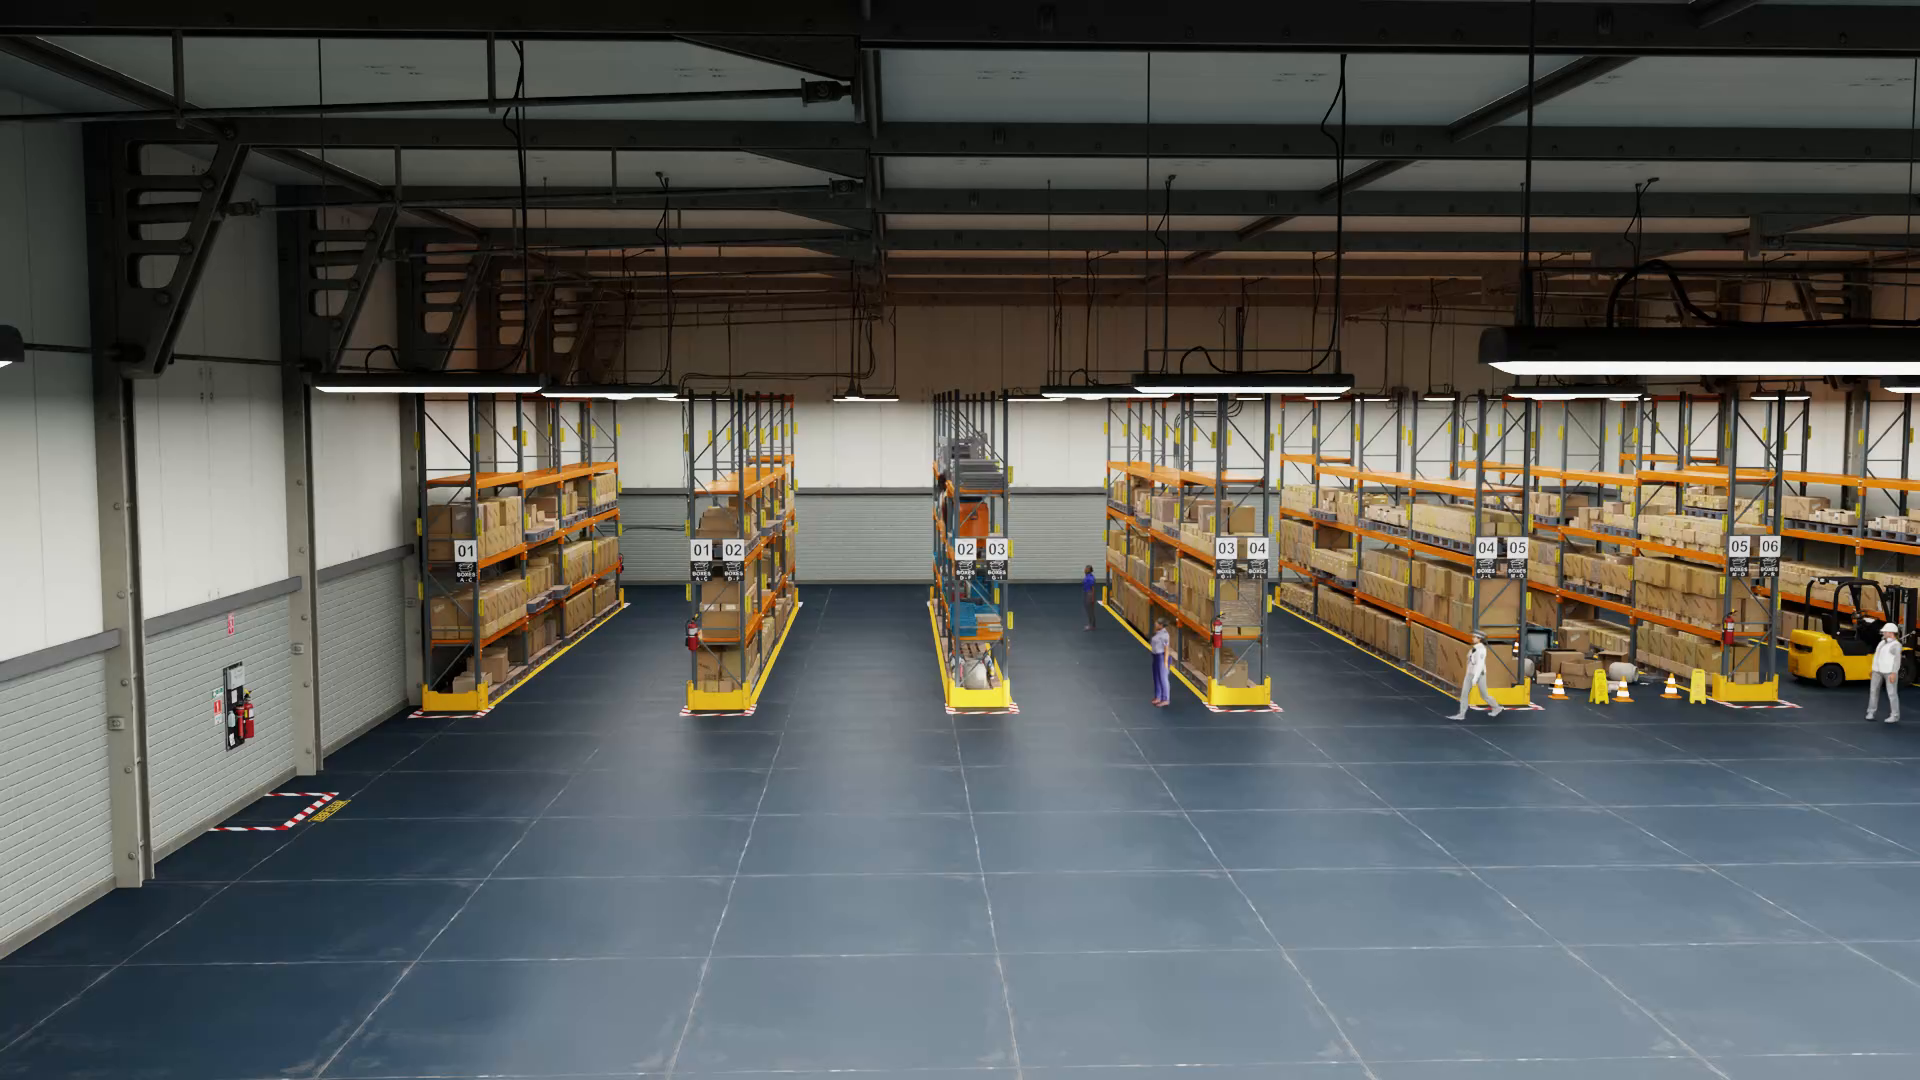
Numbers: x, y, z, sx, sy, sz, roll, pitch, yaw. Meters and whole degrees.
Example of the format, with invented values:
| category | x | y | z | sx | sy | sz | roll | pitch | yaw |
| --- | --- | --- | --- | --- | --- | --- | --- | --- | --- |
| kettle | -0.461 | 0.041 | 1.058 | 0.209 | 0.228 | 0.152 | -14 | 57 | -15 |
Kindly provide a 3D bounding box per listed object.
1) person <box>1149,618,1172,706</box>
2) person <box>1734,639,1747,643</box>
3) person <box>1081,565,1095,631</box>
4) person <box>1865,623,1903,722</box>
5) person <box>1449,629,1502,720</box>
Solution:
| category | x | y | z | sx | sy | sz | roll | pitch | yaw |
| --- | --- | --- | --- | --- | --- | --- | --- | --- | --- |
| person | 3.827 | 2.312 | 31.728 | 0.400 | 1.650 | 0.590 | -1 | 5 | -13 |
| person | 16.988 | 1.894 | 36.444 | 0.605 | 1.721 | 0.572 | 4 | 6 | 40 |
| person | 3.261 | 1.508 | 42.187 | 0.339 | 1.560 | 0.526 | -1 | 5 | -14 |
| person | 16.720 | 2.382 | 30.082 | 0.479 | 1.766 | 0.597 | -2 | 5 | -26 |
| person | 9.380 | 2.439 | 30.101 | 0.956 | 1.651 | 0.452 | -2 | 5 | -24 |
